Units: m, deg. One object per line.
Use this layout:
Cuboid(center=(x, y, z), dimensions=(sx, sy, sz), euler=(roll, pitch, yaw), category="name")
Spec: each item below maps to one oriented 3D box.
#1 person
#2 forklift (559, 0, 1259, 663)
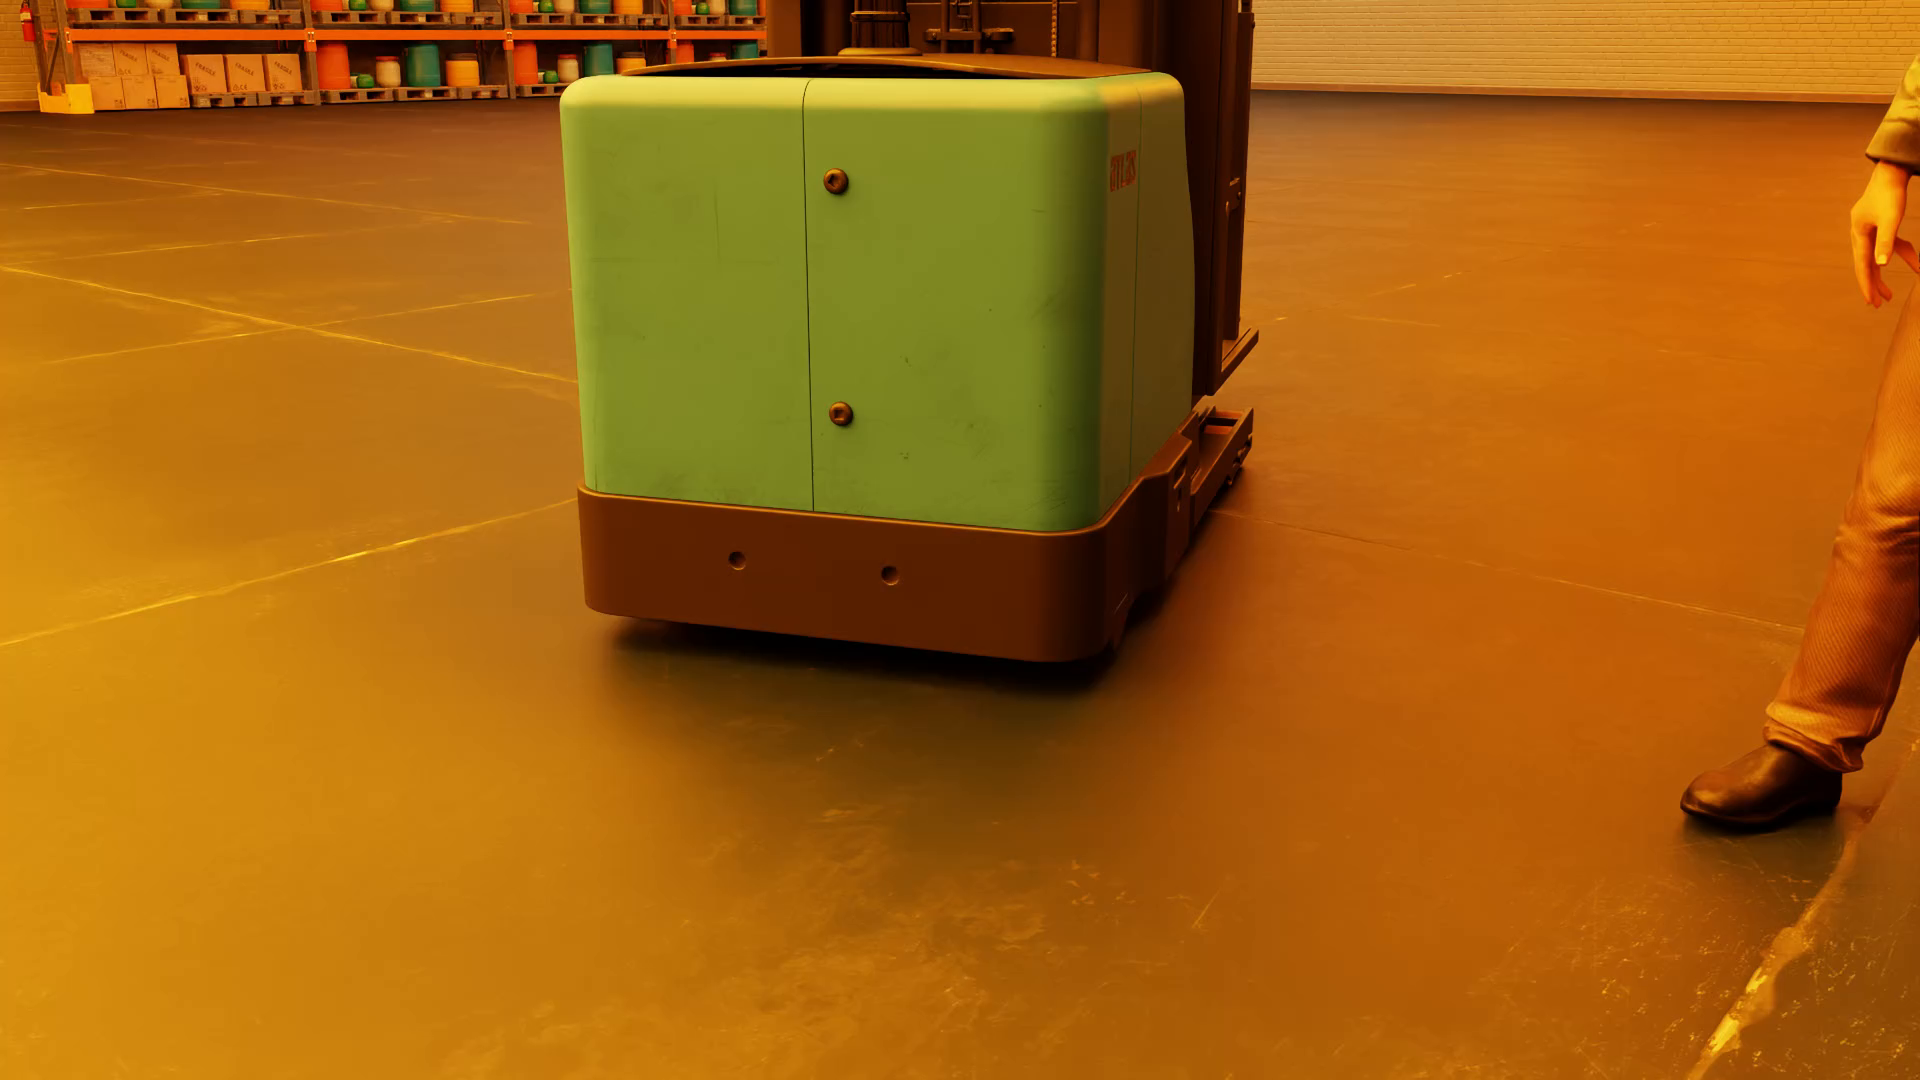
Cuboid(center=(1.477, -0.378, 2.202), dimensions=(0.565, 1.722, 0.633), euler=(-12, 21, -34), category="person")
Cuboid(center=(0.182, -1.571, 4.072), dimensions=(1.130, 2.935, 3.031), euler=(5, 18, 17), category="forklift")
